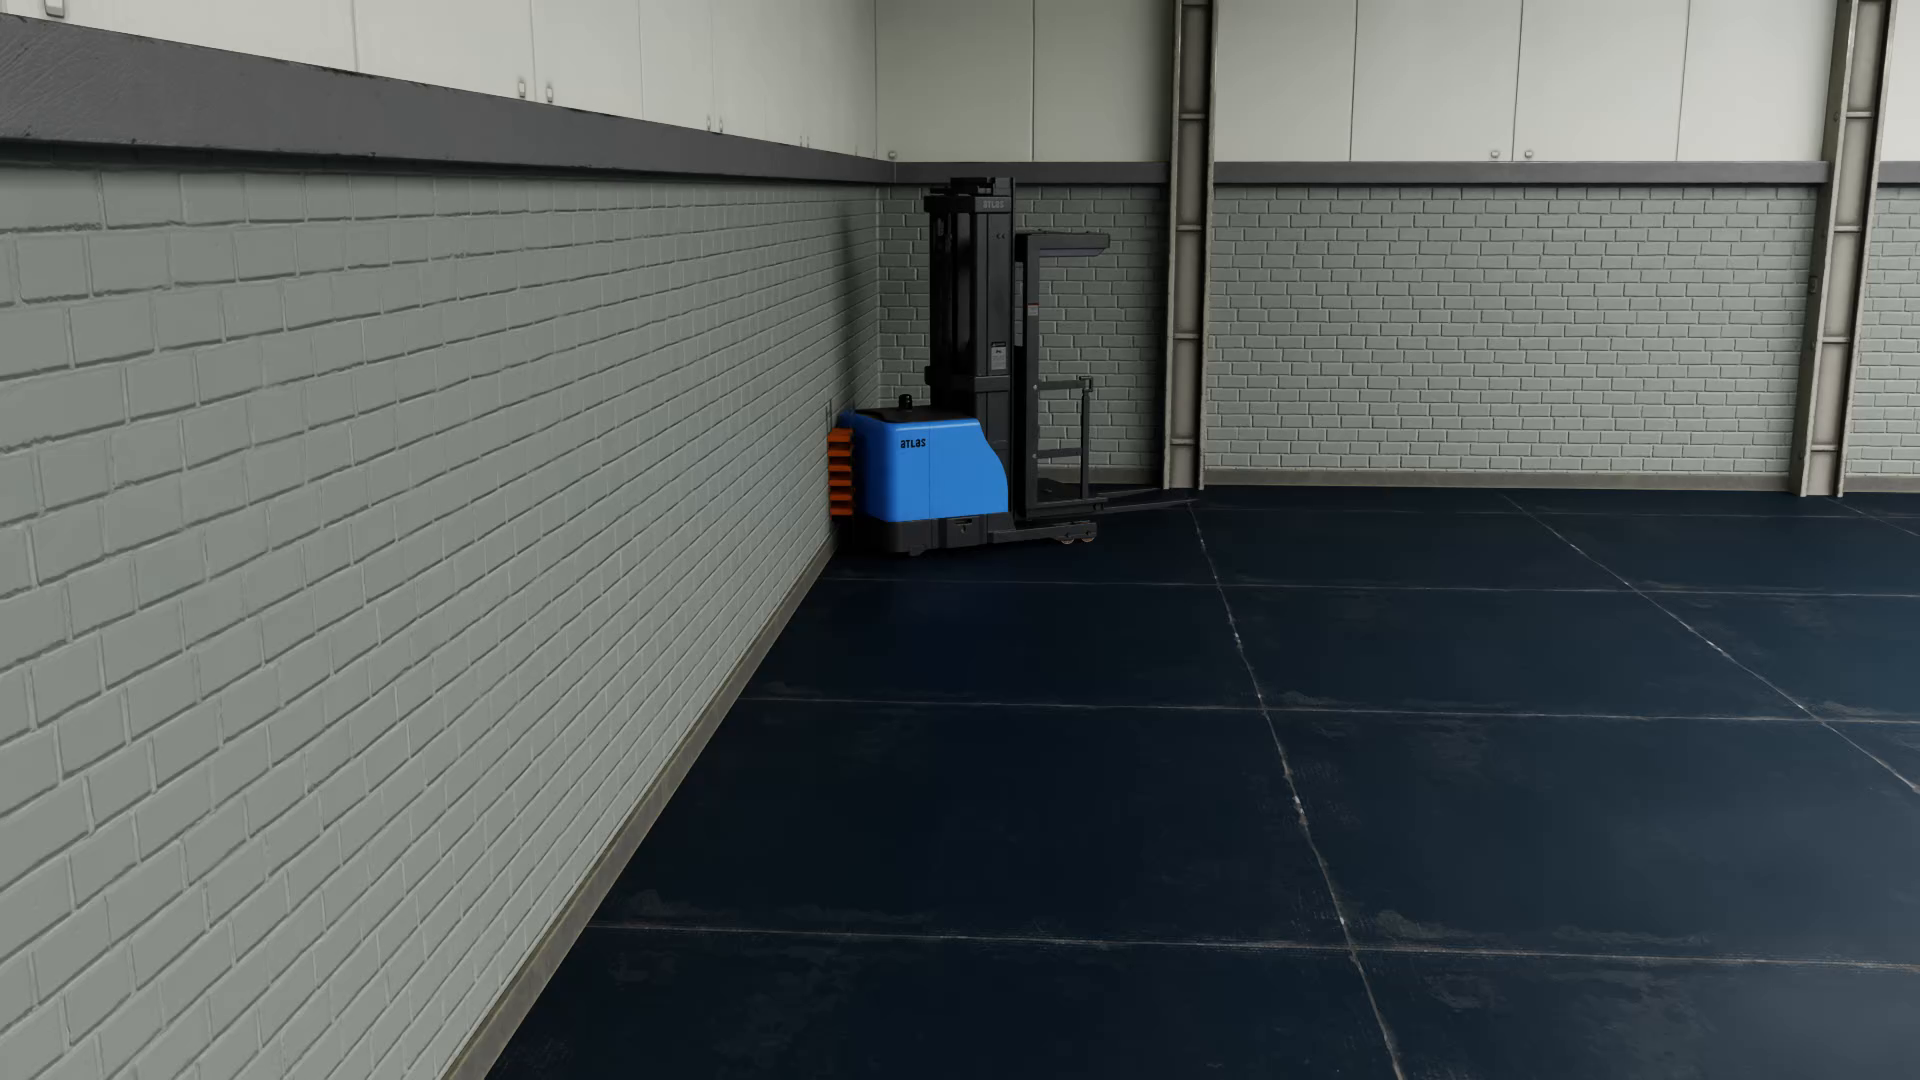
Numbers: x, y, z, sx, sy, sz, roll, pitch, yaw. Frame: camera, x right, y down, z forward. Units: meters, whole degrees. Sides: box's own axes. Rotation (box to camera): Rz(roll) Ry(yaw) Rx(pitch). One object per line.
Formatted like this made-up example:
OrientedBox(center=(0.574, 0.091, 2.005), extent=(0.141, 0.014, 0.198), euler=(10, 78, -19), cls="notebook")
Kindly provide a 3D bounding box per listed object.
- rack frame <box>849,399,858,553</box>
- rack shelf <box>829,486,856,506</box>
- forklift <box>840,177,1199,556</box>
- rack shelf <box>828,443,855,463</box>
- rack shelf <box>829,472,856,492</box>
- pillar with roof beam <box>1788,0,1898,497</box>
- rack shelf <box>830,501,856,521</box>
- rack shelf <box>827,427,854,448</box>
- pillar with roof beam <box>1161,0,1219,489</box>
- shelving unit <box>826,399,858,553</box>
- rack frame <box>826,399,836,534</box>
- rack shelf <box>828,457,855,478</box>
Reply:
OrientedBox(center=(-0.842, -0.505, 13.208), extent=(0.006, 1.200, 0.240), euler=(1, 18, 4), cls="rack frame")
OrientedBox(center=(-0.932, -0.351, 13.267), extent=(0.180, 0.103, 0.258), euler=(1, 18, 4), cls="rack shelf")
OrientedBox(center=(0.563, -1.492, 13.741), extent=(3.031, 2.935, 1.130), euler=(-6, 13, -26), cls="forklift")
OrientedBox(center=(-0.935, -0.692, 13.154), extent=(0.180, 0.103, 0.258), euler=(1, 18, 4), cls="rack shelf")
OrientedBox(center=(-0.933, -0.464, 13.230), extent=(0.180, 0.103, 0.258), euler=(1, 18, 4), cls="rack shelf")
OrientedBox(center=(7.875, -3.968, 10.757), extent=(0.400, 9.000, 9.100), euler=(1, 12, 4), cls="pillar with roof beam")
OrientedBox(center=(-0.931, -0.237, 13.305), extent=(0.180, 0.103, 0.258), euler=(1, 18, 4), cls="rack shelf")
OrientedBox(center=(-0.936, -0.806, 13.116), extent=(0.180, 0.103, 0.258), euler=(1, 18, 4), cls="rack shelf")
OrientedBox(center=(1.888, -4.050, 11.149), extent=(0.400, 9.000, 9.100), euler=(1, 12, 4), cls="pillar with roof beam")
OrientedBox(center=(-0.934, -0.507, 13.215), extent=(0.189, 1.200, 0.258), euler=(1, 18, 4), cls="shelving unit")
OrientedBox(center=(-1.025, -0.508, 13.223), extent=(0.006, 1.200, 0.240), euler=(1, 18, 4), cls="rack frame")
OrientedBox(center=(-0.934, -0.578, 13.192), extent=(0.180, 0.103, 0.258), euler=(1, 18, 4), cls="rack shelf")
